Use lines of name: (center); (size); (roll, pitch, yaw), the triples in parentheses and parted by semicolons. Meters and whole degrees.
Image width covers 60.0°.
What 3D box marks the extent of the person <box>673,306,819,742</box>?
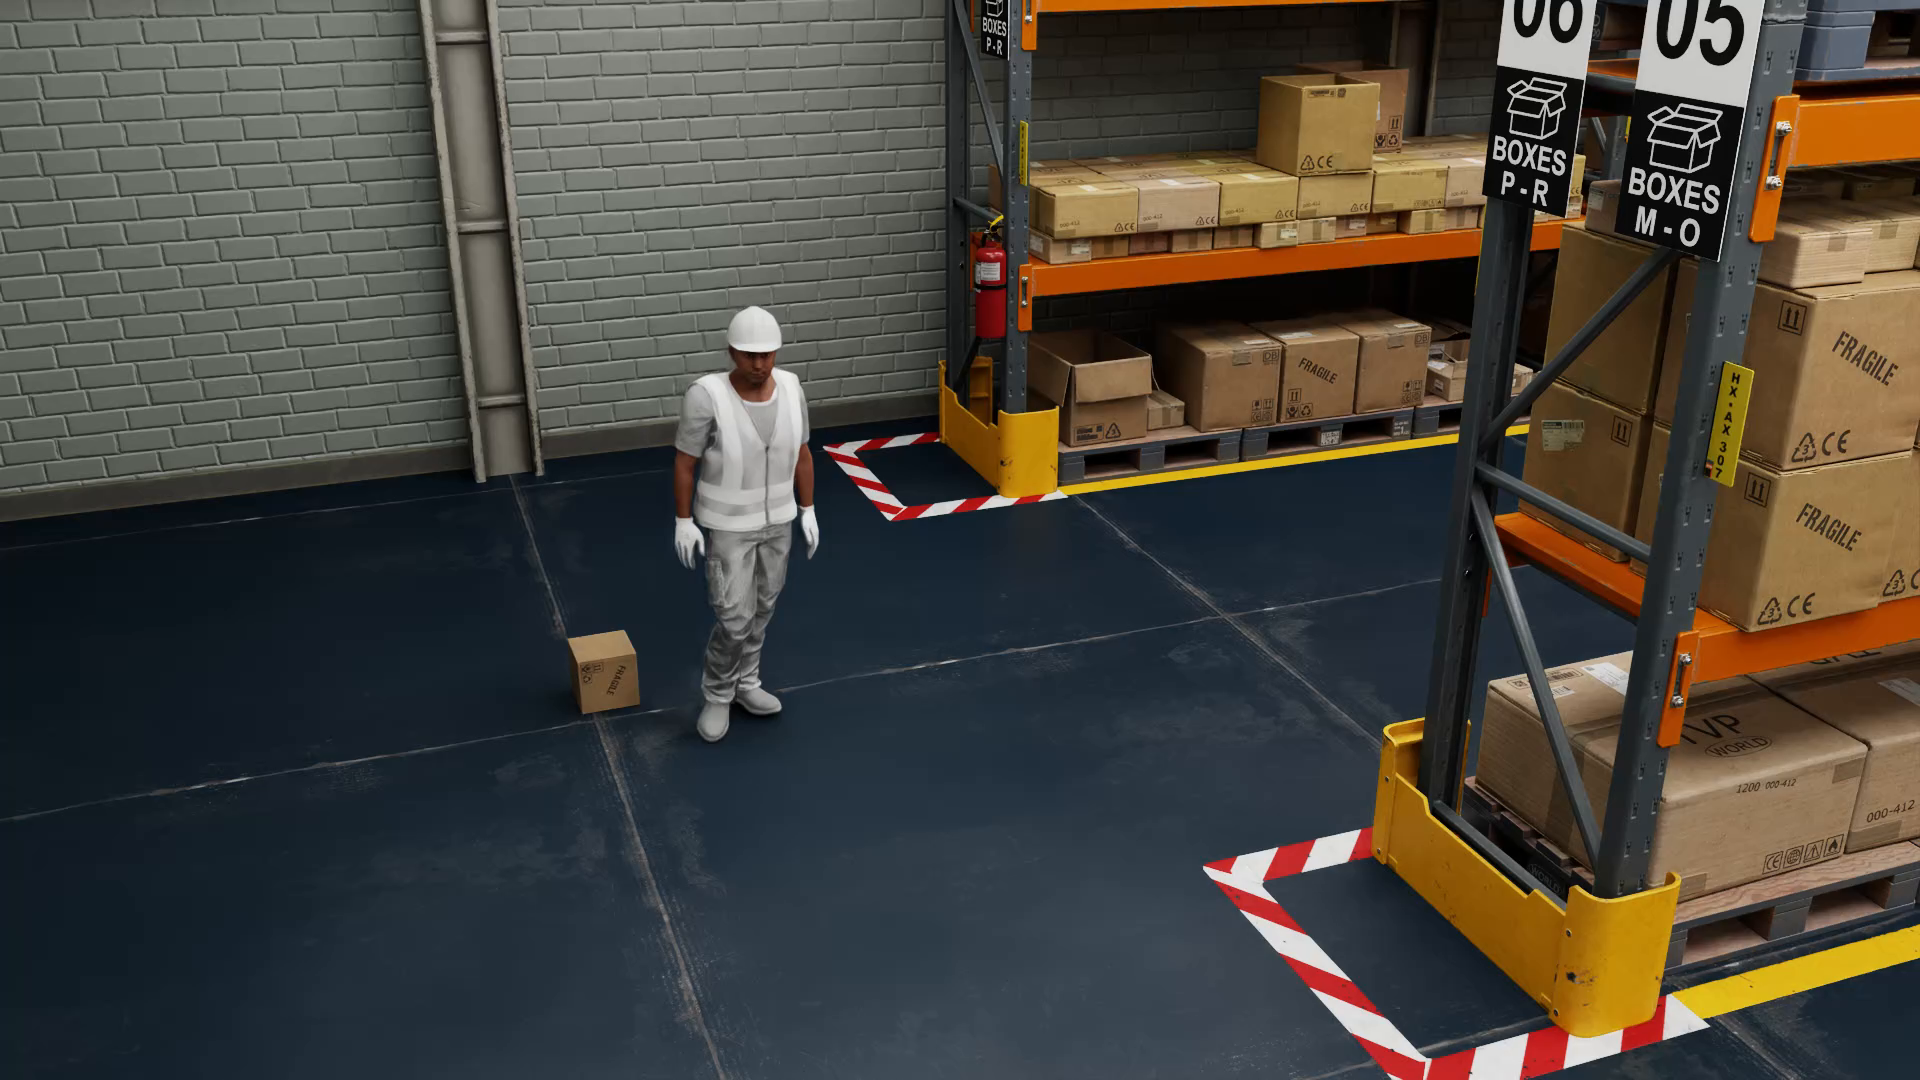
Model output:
person: (-0.857, -0.078, 6.692); (0.592, 1.771, 0.462); (-18, 28, -37)
